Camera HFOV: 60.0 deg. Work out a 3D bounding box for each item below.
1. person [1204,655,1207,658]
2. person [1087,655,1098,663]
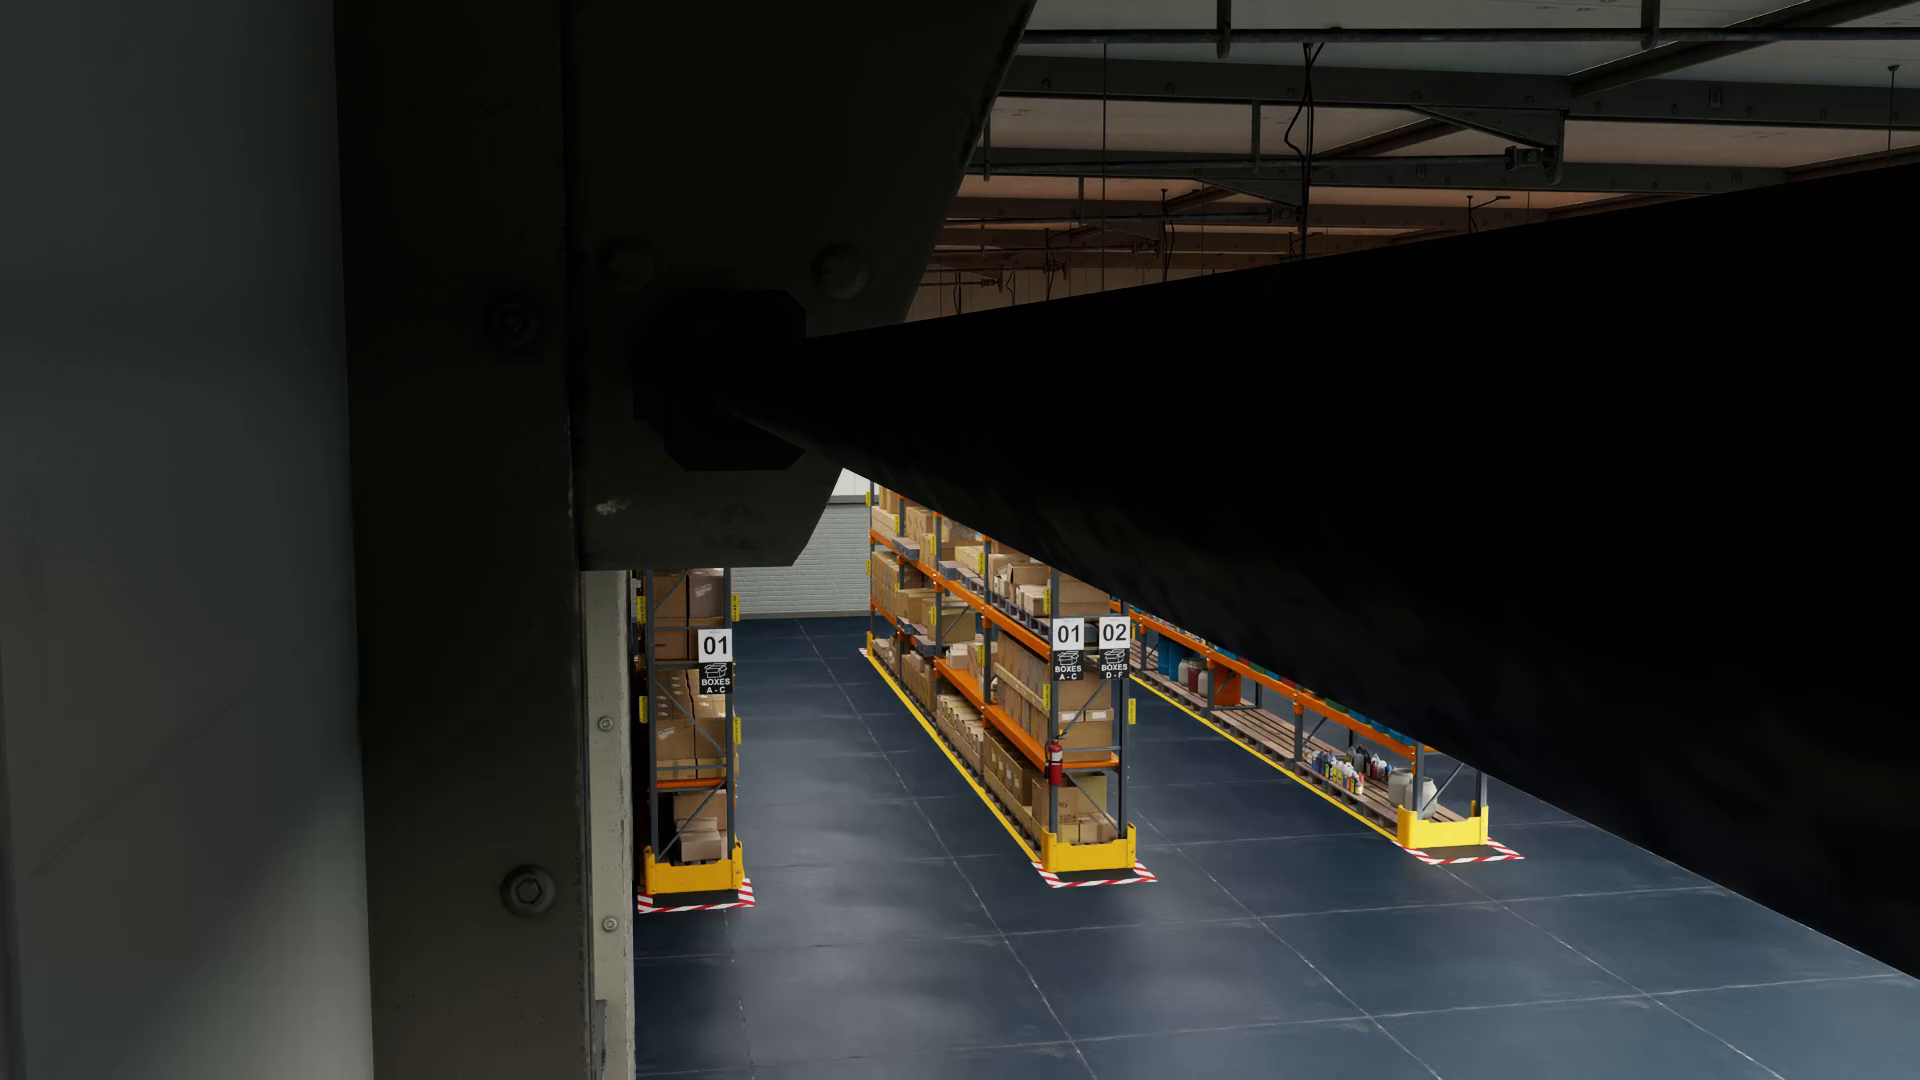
[{"bbox_3d":[5.473,1.829,35.149,0.515,1.651,0.708,-2,6,-14],"label":"person"},{"bbox_3d":[2.174,2.496,28.754,0.408,1.672,0.488,-5,7,-37],"label":"person"}]
